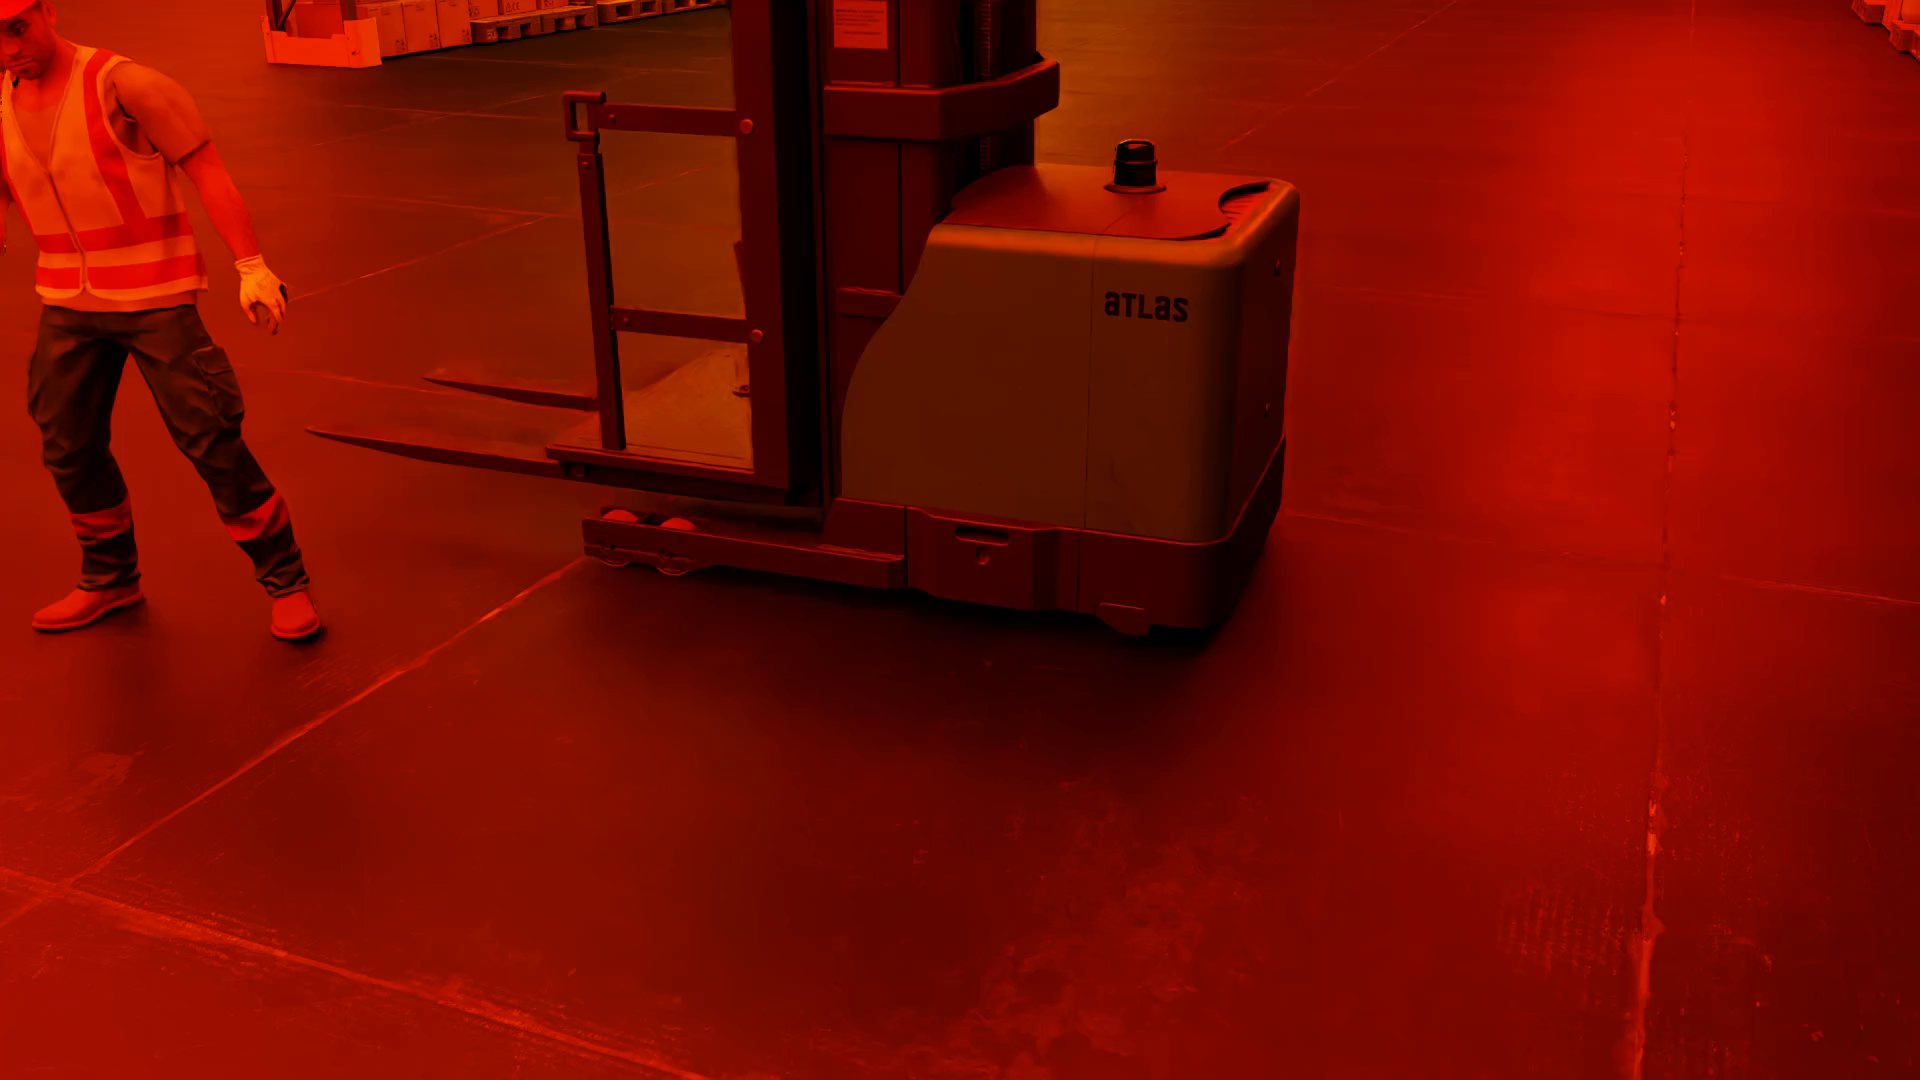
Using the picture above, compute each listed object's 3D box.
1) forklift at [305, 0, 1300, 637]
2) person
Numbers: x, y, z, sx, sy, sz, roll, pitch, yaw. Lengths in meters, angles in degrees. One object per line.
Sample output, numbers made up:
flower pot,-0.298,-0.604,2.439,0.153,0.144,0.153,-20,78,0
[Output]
forklift,-0.579,-1.429,4.710,3.031,2.935,1.130,8,24,18
person,-2.164,-0.581,4.224,0.892,1.743,0.412,2,23,6
